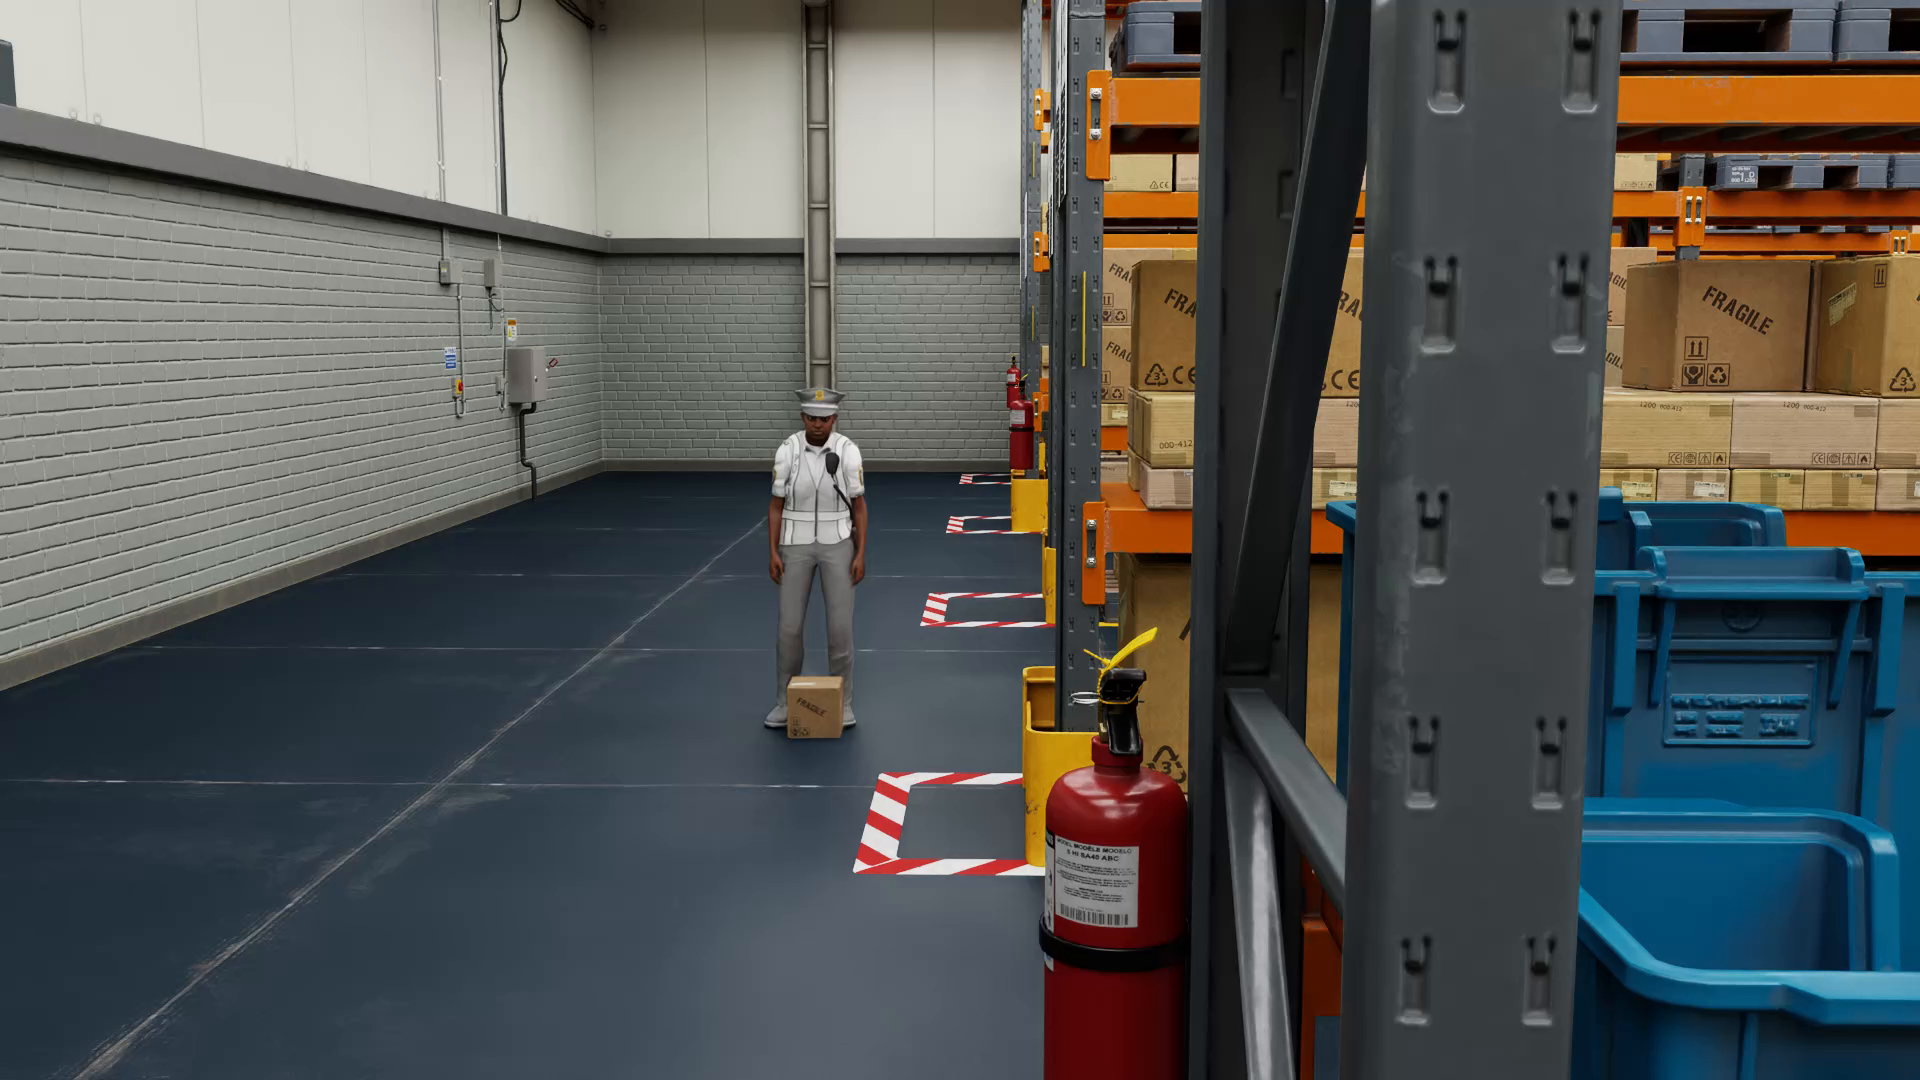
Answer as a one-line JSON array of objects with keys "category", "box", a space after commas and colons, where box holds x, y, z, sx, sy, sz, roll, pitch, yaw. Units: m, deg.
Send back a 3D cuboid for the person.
[{"category": "person", "box": [-0.708, 0.079, 8.167, 0.507, 1.658, 0.390, 0, 7, -1]}]
